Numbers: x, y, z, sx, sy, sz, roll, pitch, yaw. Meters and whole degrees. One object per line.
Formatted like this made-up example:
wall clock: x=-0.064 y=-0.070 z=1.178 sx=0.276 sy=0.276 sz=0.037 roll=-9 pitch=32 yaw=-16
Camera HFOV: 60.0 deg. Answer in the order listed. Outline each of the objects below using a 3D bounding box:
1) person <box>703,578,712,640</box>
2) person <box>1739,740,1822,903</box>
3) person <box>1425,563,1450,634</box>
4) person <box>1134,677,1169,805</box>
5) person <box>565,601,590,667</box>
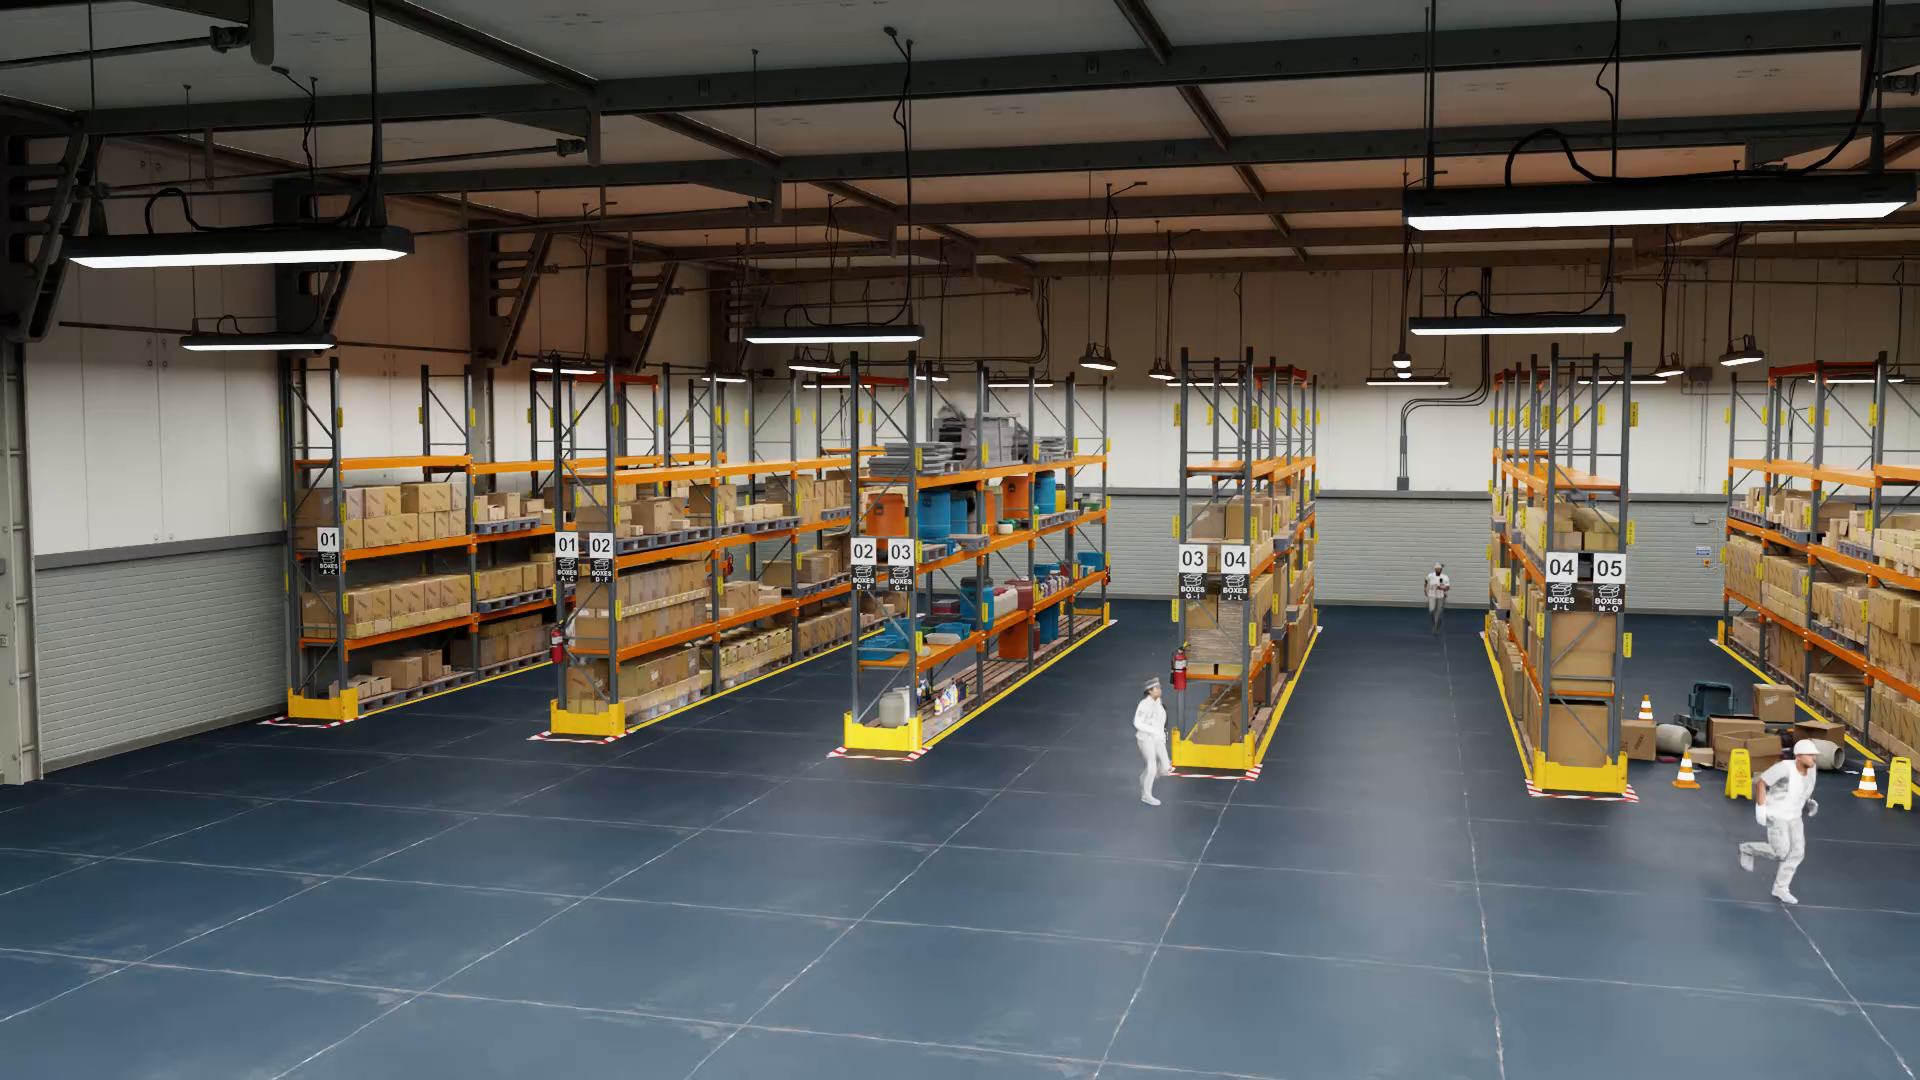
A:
person: x=-5.272 y=1.658 z=35.307 sx=0.525 sy=1.518 sz=0.820 roll=1 pitch=4 yaw=18
person: x=8.585 y=2.893 z=17.415 sx=0.680 sy=1.714 sz=0.868 roll=-2 pitch=5 yaw=-29
person: x=11.001 y=1.339 z=38.401 sx=0.604 sy=1.663 sz=0.778 roll=2 pitch=5 yaw=25
person: x=2.494 y=2.598 z=21.521 sx=0.567 sy=1.667 sz=0.602 roll=4 pitch=6 yaw=44
person: x=-6.880 y=1.919 z=30.238 sx=0.669 sy=1.733 sz=0.760 roll=0 pitch=4 yaw=3
